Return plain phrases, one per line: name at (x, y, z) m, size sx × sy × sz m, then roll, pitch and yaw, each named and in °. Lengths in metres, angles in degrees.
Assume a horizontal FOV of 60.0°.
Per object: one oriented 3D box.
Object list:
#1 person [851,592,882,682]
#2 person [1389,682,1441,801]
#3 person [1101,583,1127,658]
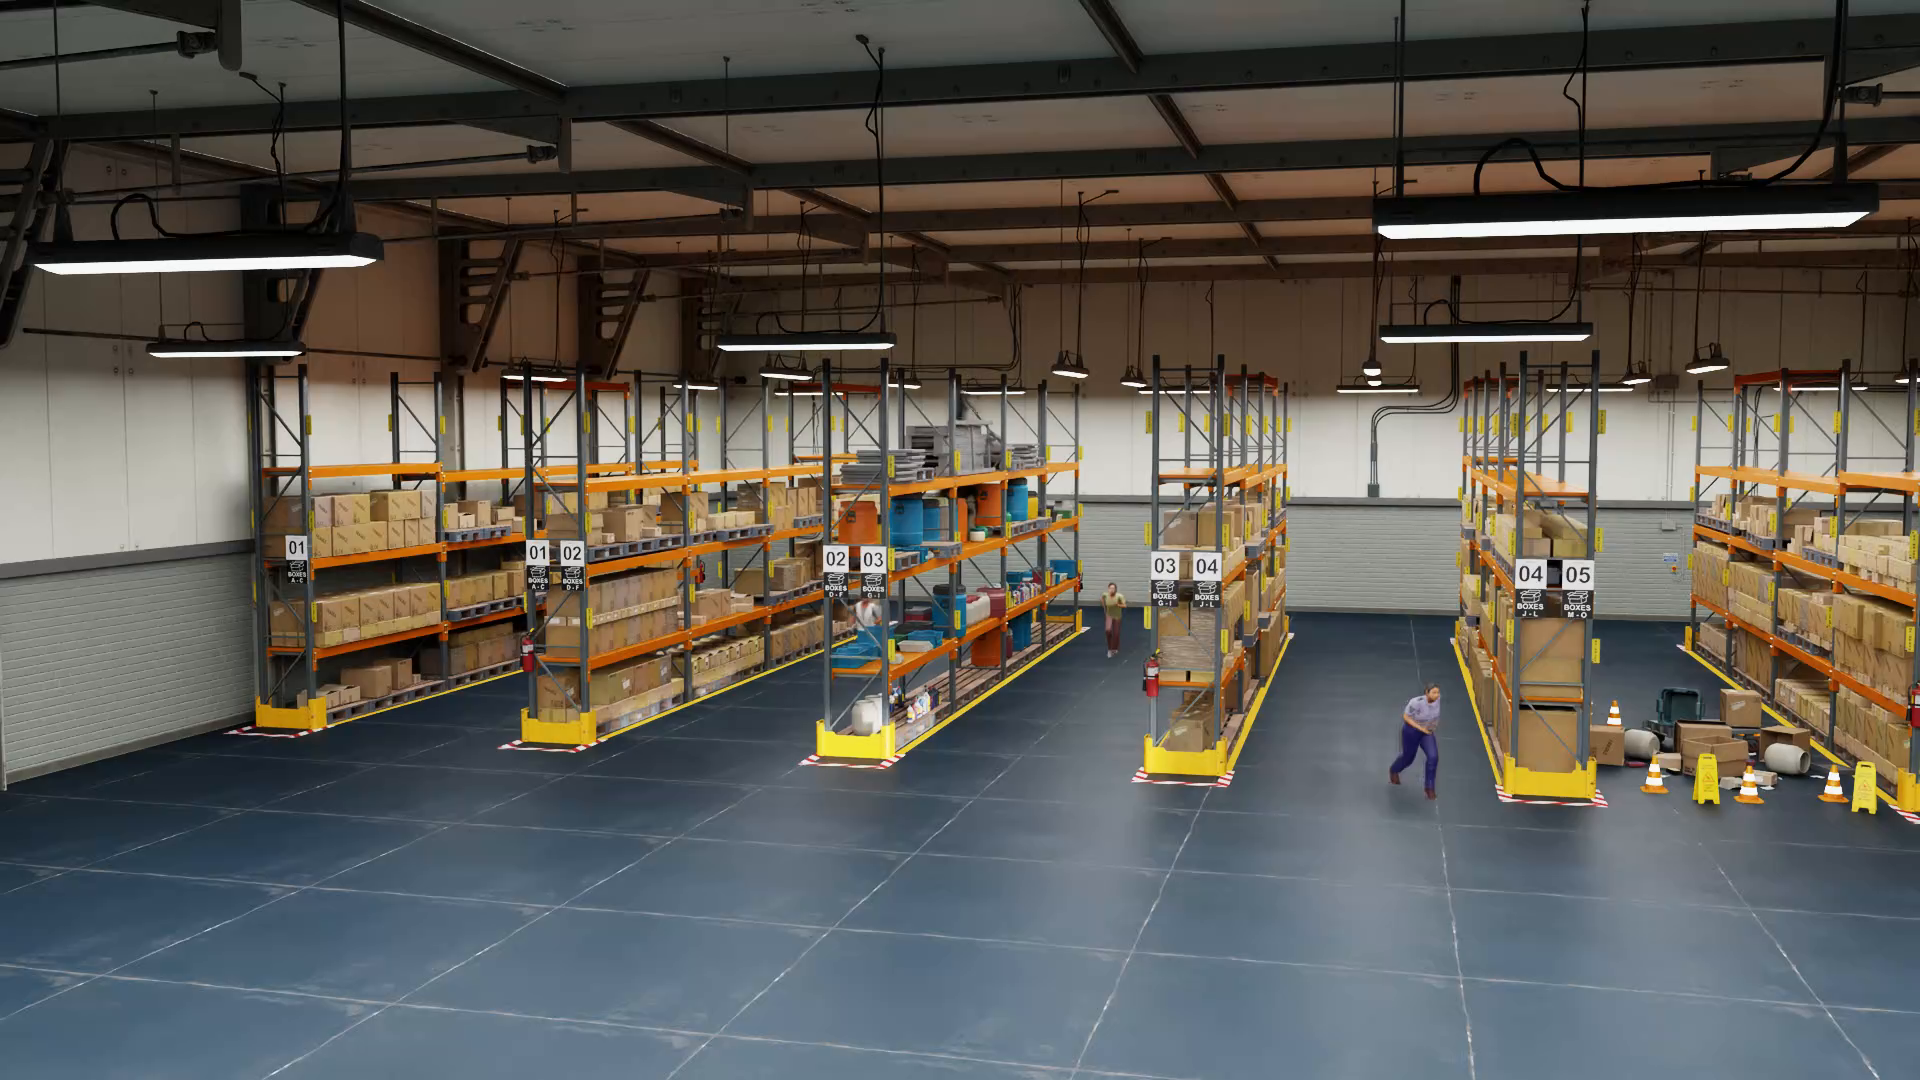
person at (-1.845, 1.848, 32.653) m, size 0.663 × 1.787 × 0.902 m, roll 1°, pitch 4°, yaw 10°
person at (6.197, 2.685, 22.622) m, size 0.646 × 1.612 × 0.978 m, roll -2°, pitch 4°, yaw -24°
person at (3.317, 1.710, 35.835) m, size 0.571 × 1.627 × 0.878 m, roll 1°, pitch 4°, yaw 10°
